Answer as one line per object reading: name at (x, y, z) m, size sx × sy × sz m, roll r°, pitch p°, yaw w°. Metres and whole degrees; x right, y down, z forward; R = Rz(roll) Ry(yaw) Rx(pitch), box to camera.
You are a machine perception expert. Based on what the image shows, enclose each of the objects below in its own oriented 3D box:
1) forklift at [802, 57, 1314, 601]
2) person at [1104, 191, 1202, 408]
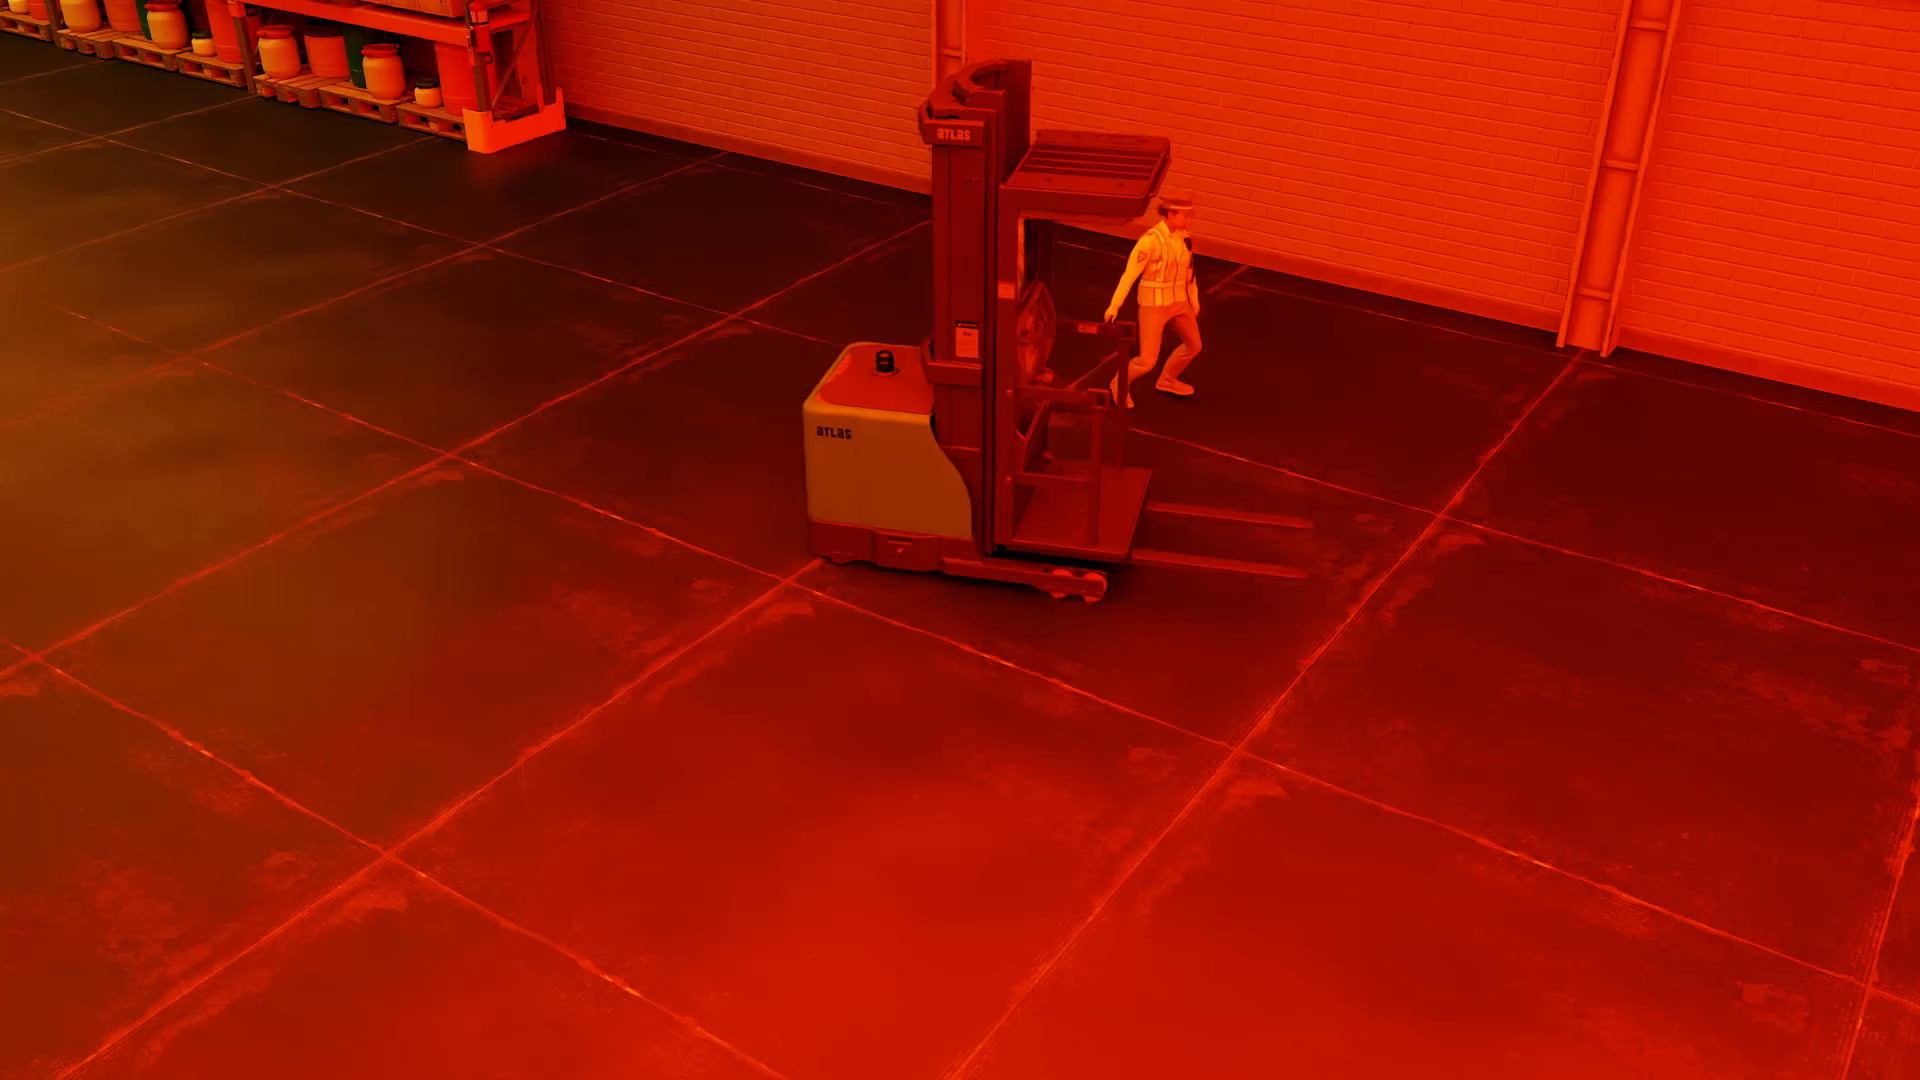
forklift at (0.629, -1.198, 9.644) m, size 3.031 × 2.935 × 1.130 m, roll 7°, pitch 31°, yaw 12°
person at (1.357, -1.700, 11.795) m, size 0.796 × 1.580 × 0.449 m, roll -19°, pitch 35°, yaw -30°
